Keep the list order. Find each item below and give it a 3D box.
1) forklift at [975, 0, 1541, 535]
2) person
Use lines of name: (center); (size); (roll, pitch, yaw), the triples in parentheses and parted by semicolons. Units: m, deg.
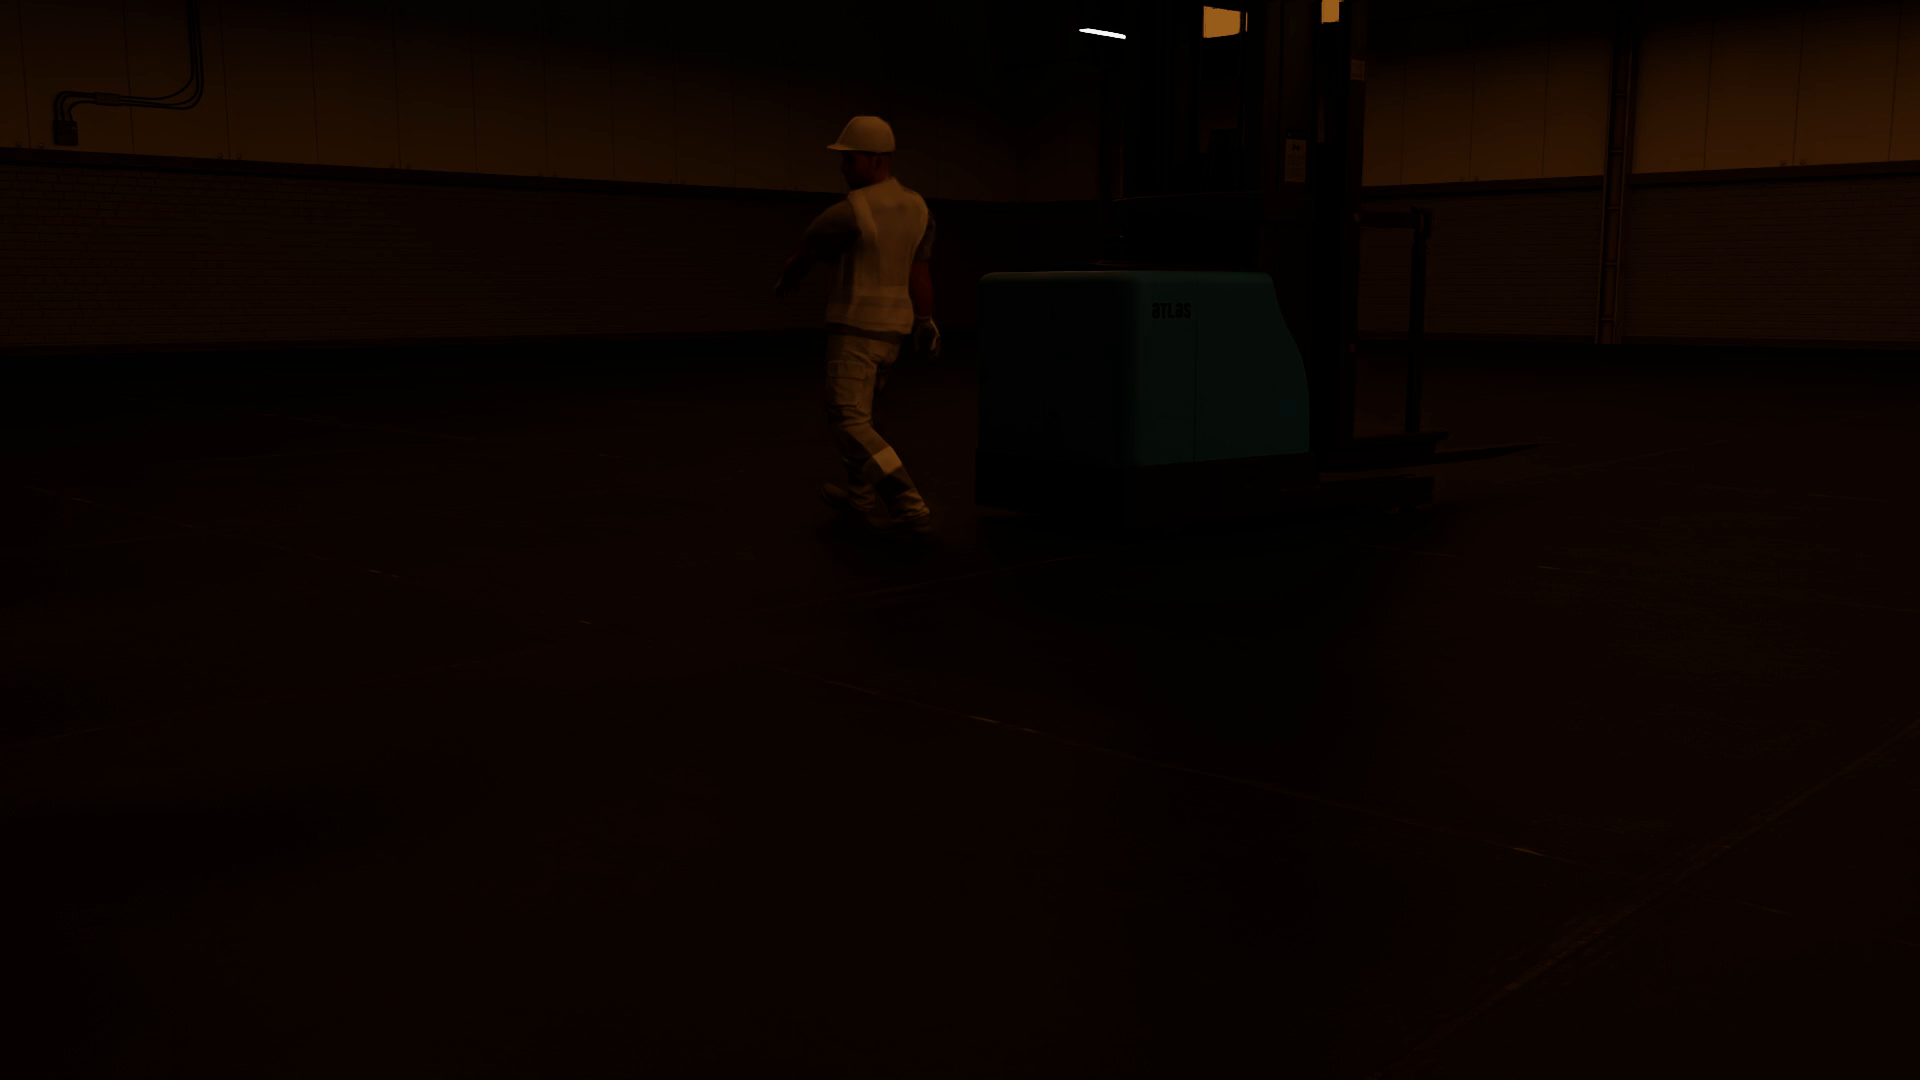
forklift: (1.546, -1.619, 7.623); (3.031, 2.935, 1.130); (-6, 11, -37)
person: (-0.374, -0.872, 6.911); (0.860, 1.702, 0.729); (5, 10, 29)
